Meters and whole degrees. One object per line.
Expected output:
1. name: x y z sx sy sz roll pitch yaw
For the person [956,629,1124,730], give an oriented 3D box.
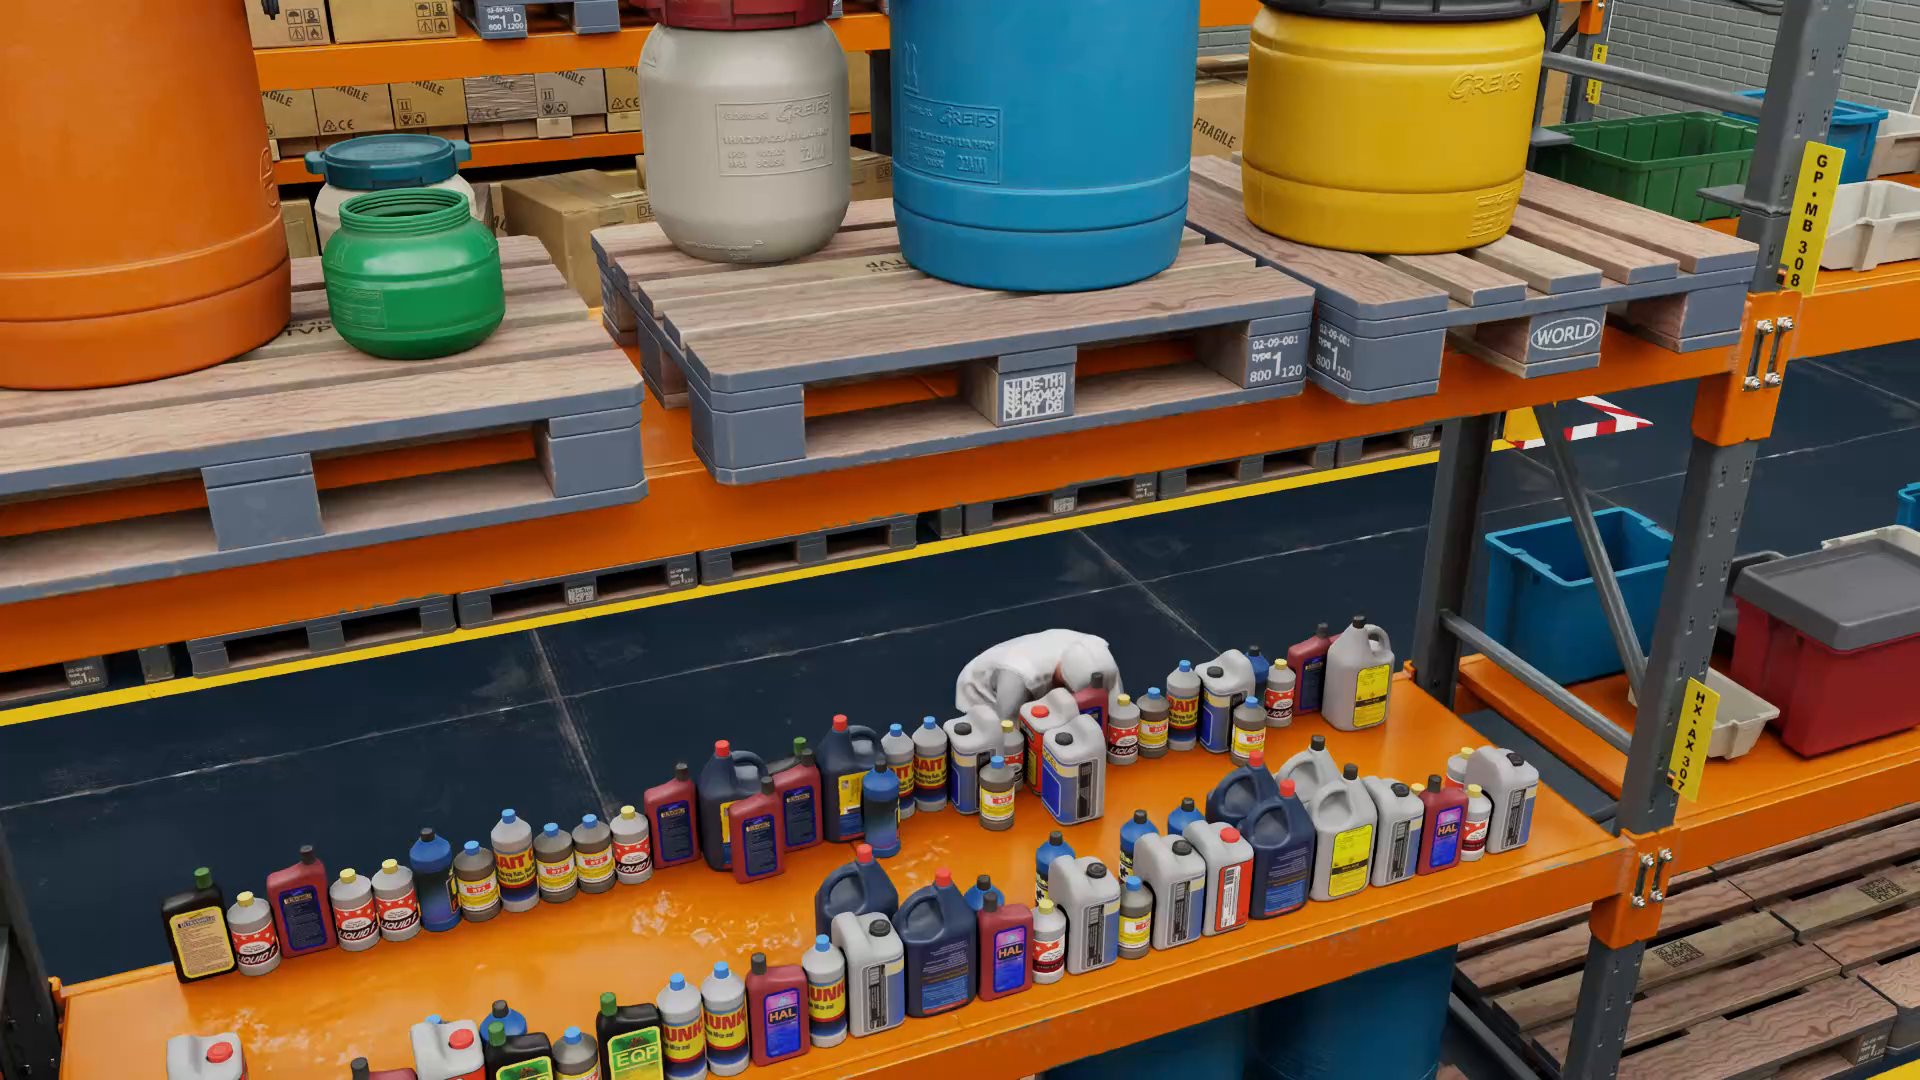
1. person: 0.330 0.713 6.526 0.574 0.994 0.884 -10 28 -21
